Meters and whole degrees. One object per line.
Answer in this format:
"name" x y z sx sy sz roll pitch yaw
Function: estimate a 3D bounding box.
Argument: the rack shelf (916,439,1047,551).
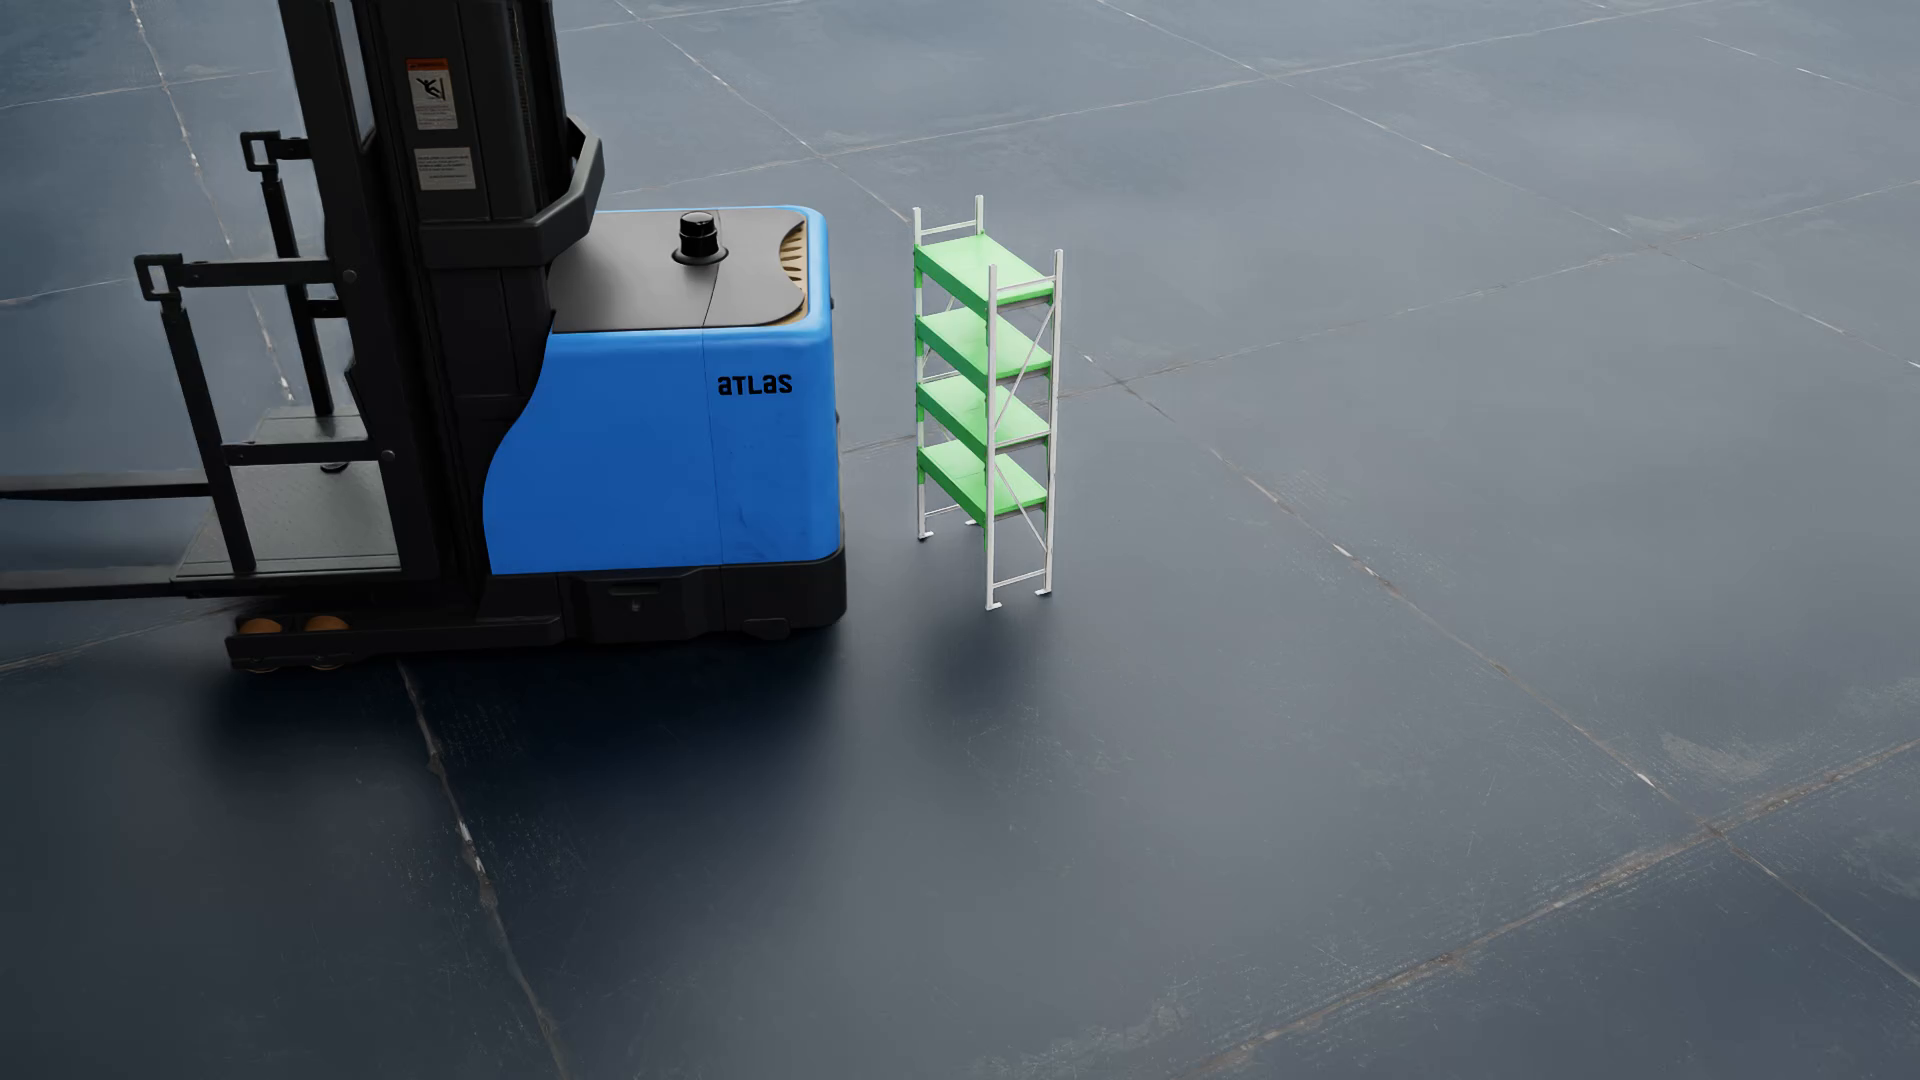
"rack shelf" 0.077 -0.170 5.467 0.258 0.148 0.480 -16 36 -23

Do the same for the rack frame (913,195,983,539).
"rack frame" -0.037 -0.543 5.485 0.240 1.200 0.015 -16 36 -23

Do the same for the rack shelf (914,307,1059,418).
"rack shelf" 0.077 -0.575 5.208 0.258 0.148 0.480 -16 36 -23

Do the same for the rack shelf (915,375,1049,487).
"rack shelf" 0.077 -0.372 5.337 0.258 0.148 0.480 -16 36 -23

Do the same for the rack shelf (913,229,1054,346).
"rack shelf" 0.077 -0.777 5.079 0.258 0.148 0.480 -16 36 -23

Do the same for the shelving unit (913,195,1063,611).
"shelving unit" 0.077 -0.426 5.303 0.258 1.200 0.503 -16 36 -23

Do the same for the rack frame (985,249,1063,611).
"rack frame" 0.191 -0.310 5.121 0.240 1.200 0.015 -16 36 -23

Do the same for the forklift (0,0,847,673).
"forklift" -1.903 -1.122 4.785 3.031 2.935 1.130 -2 33 -4
